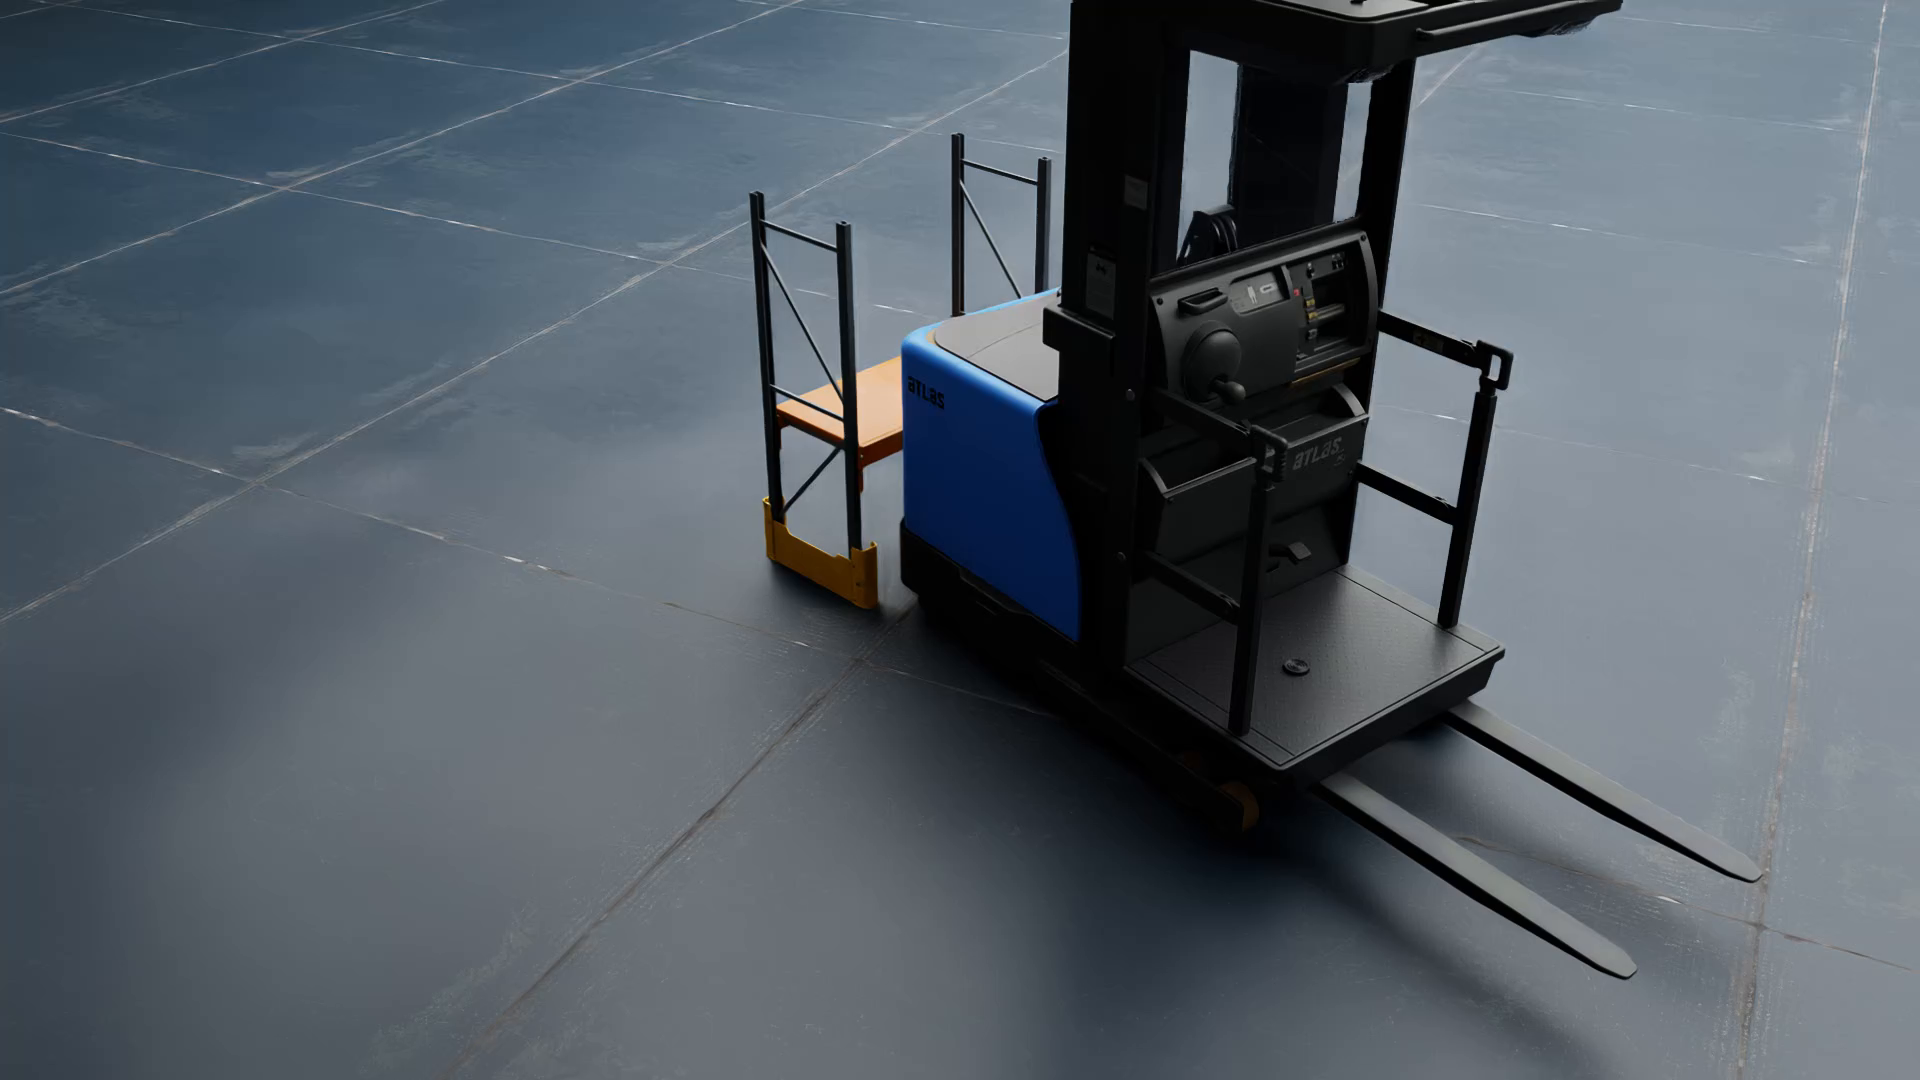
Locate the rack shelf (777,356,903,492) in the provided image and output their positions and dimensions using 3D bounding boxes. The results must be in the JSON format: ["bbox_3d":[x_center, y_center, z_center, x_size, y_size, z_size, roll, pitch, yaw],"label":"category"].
[{"bbox_3d":[-0.200,-0.521,6.513,0.538,0.185,1.000,26,39,37],"label":"rack shelf"}]

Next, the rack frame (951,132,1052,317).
[{"bbox_3d":[0.155,-0.858,6.739,0.500,1.500,0.032,26,39,37],"label":"rack frame"}]

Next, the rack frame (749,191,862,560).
[{"bbox_3d":[-0.556,-0.496,6.108,0.500,1.500,0.032,26,39,37],"label":"rack frame"}]

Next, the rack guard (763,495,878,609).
[{"bbox_3d":[-0.542,0.039,6.432,0.587,0.250,0.087,26,39,37],"label":"rack guard"}]

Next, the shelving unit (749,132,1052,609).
[{"bbox_3d":[-0.194,-0.681,6.429,0.587,1.500,1.083,26,39,37],"label":"shelving unit"}]

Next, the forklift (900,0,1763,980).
[{"bbox_3d":[1.070,-0.636,4.915,1.130,2.935,3.031,-21,36,-32],"label":"forklift"}]
